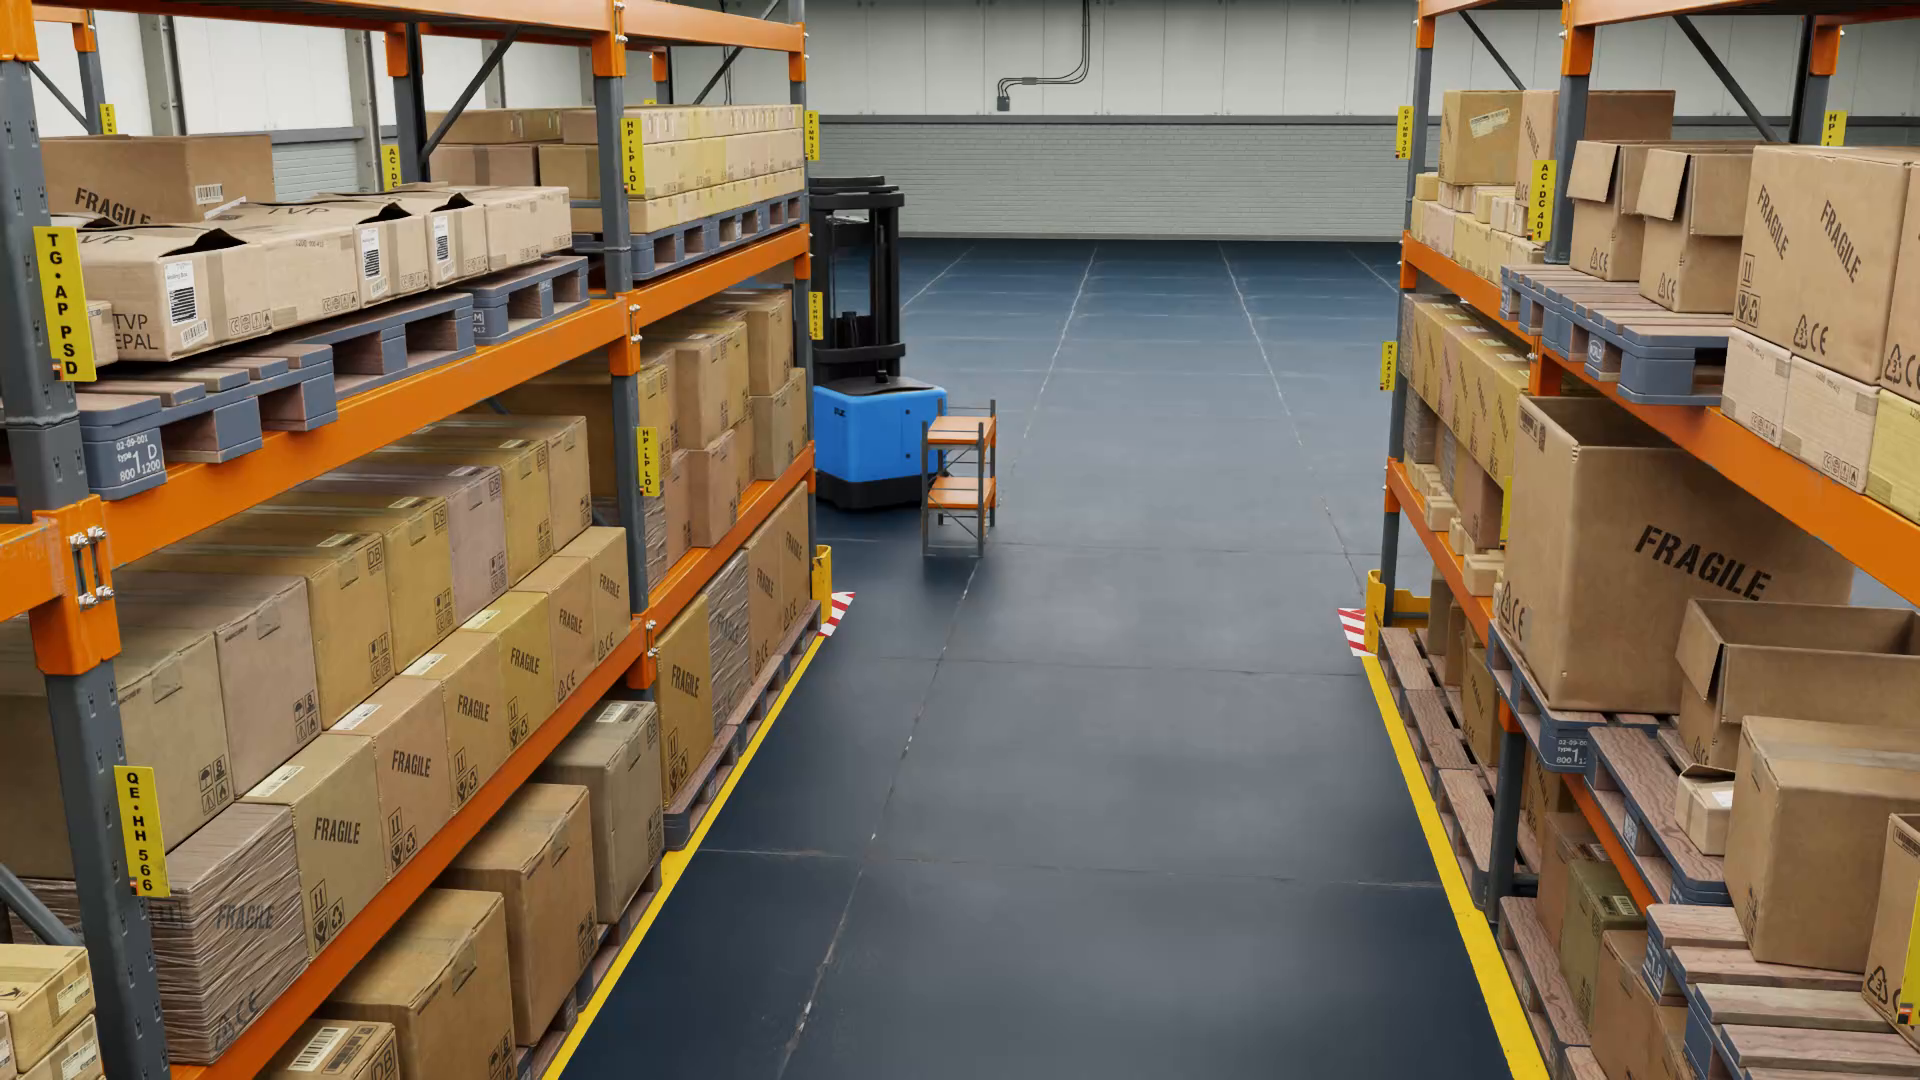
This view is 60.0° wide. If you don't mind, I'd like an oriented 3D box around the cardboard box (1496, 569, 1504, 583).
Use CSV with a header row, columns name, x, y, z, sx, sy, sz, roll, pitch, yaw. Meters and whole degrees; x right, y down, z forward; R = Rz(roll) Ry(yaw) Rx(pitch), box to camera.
name,x,y,z,sx,sy,sz,roll,pitch,yaw
cardboard box,2.790,0.248,7.981,0.380,0.149,0.250,2,15,6

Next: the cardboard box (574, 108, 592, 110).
name,x,y,z,sx,sy,sz,roll,pitch,yaw
cardboard box,-2.147,-2.184,8.702,0.380,0.149,0.250,2,15,6

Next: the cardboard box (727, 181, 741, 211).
name,x,y,z,sx,sy,sz,roll,pitch,yaw
cardboard box,-1.434,-1.911,9.220,0.380,0.149,0.250,2,15,7

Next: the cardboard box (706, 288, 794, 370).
name,x,y,z,sx,sy,sz,roll,pitch,yaw
cardboard box,-1.614,-1.390,11.200,0.875,0.550,0.550,2,15,6

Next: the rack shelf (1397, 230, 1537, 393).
name,x,y,z,sx,sy,sz,roll,pitch,yaw
rack shelf,3.158,-1.301,8.859,1.077,0.370,4.000,2,15,6

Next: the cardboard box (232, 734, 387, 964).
name,x,y,z,sx,sy,sz,roll,pitch,yaw
cardboard box,-2.062,0.895,4.915,0.500,0.500,0.500,2,15,6

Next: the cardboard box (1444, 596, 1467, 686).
name,x,y,z,sx,sy,sz,roll,pitch,yaw
cardboard box,3.263,0.602,10.172,0.500,0.500,0.500,6,16,21

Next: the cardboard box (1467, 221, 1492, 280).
name,x,y,z,sx,sy,sz,roll,pitch,yaw
cardboard box,2.846,-1.451,8.321,0.500,0.250,0.500,2,15,6

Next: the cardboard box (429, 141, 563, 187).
name,x,y,z,sx,sy,sz,roll,pitch,yaw
cardboard box,-2.184,-1.759,7.897,0.500,0.250,0.500,2,15,6

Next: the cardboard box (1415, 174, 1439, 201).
name,x,y,z,sx,sy,sz,roll,pitch,yaw
cardboard box,2.997,-2.158,10.174,0.380,0.149,0.250,2,15,7

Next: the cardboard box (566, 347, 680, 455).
name,x,y,z,sx,sy,sz,roll,pitch,yaw
cardboard box,-1.962,-0.688,8.605,0.875,0.550,0.550,2,15,6

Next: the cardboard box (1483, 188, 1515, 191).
name,x,y,z,sx,sy,sz,roll,pitch,yaw
cardboard box,2.944,-1.752,8.671,0.380,0.149,0.250,1,15,4

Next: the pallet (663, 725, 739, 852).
name,x,y,z,sx,sy,sz,roll,pitch,yaw
pallet,-1.821,1.297,8.960,1.003,0.211,1.213,2,15,6

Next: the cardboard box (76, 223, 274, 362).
name,x,y,z,sx,sy,sz,roll,pitch,yaw
cardboard box,-2.136,-0.654,4.261,0.500,0.311,0.500,2,15,6

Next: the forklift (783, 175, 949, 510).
name,x,y,z,sx,sy,sz,roll,pitch,yaw
forklift,-1.279,-2.025,16.035,1.130,2.935,3.031,-9,17,-29

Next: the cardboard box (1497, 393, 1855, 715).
name,x,y,z,sx,sy,sz,roll,pitch,yaw
cardboard box,2.704,0.028,6.358,1.000,1.000,1.000,2,15,7

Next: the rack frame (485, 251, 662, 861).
name,x,y,z,sx,sy,sz,roll,pitch,yaw
rack frame,-1.985,0.146,7.876,1.000,3.000,0.127,2,15,6

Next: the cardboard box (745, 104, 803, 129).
name,x,y,z,sx,sy,sz,roll,pitch,yaw
cardboard box,-1.234,-2.757,10.822,0.380,0.149,0.250,2,15,7

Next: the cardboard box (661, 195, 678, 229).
name,x,y,z,sx,sy,sz,roll,pitch,yaw
cardboard box,-1.578,-1.583,8.010,0.380,0.149,0.250,2,15,6

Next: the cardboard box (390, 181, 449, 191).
name,x,y,z,sx,sy,sz,roll,pitch,yaw
cardboard box,-2.301,-1.339,6.882,0.258,0.266,0.396,1,15,5

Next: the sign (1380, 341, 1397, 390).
name,x,y,z,sx,sy,sz,roll,pitch,yaw
sign,2.845,-1.153,11.021,0.100,0.325,0.005,2,15,6

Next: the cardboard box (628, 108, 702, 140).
name,x,y,z,sx,sy,sz,roll,pitch,yaw
cardboard box,-1.521,-2.099,8.388,0.380,0.149,0.250,1,15,5

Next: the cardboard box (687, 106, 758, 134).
name,x,y,z,sx,sy,sz,roll,pitch,yaw
cardboard box,-1.378,-2.427,9.602,0.380,0.149,0.250,1,15,5

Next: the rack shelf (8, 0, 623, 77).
name,x,y,z,sx,sy,sz,roll,pitch,yaw
rack shelf,-2.210,-1.691,5.320,1.077,0.370,4.000,2,15,6

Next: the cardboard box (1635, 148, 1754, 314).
name,x,y,z,sx,sy,sz,roll,pitch,yaw
cardboard box,2.675,-1.019,5.435,0.797,0.503,0.637,2,15,9

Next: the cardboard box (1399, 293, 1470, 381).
name,x,y,z,sx,sy,sz,roll,pitch,yaw
cardboard box,3.051,-1.259,10.395,0.500,0.500,0.500,2,15,6

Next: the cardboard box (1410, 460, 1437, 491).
name,x,y,z,sx,sy,sz,roll,pitch,yaw
cardboard box,3.024,-0.402,10.385,0.380,0.149,0.250,2,15,6

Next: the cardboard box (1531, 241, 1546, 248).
name,x,y,z,sx,sy,sz,roll,pitch,yaw
cardboard box,2.682,-1.343,7.158,0.380,0.149,0.250,2,15,8

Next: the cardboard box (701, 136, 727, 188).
name,x,y,z,sx,sy,sz,roll,pitch,yaw
cardboard box,-1.539,-2.005,8.804,0.500,0.250,0.500,2,15,6

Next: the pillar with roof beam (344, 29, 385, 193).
name,x,y,z,sx,sy,sz,roll,pitch,yaw
pillar with roof beam,-6.061,-8.440,28.135,9.100,9.000,0.400,2,15,6

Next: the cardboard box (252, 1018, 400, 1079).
name,x,y,z,sx,sy,sz,roll,pitch,yaw
cardboard box,-2.278,1.911,4.852,1.050,0.750,0.750,1,15,5

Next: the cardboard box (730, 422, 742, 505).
name,x,y,z,sx,sy,sz,roll,pitch,yaw
cardboard box,-1.777,-0.443,9.766,0.875,0.550,0.500,2,15,6

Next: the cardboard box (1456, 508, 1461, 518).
name,x,y,z,sx,sy,sz,roll,pitch,yaw
cardboard box,2.953,-0.076,9.178,0.380,0.149,0.250,2,15,6

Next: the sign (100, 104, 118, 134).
name,x,y,z,sx,sy,sz,roll,pitch,yaw
sign,-5.914,-2.865,11.568,0.100,0.325,0.005,2,15,6

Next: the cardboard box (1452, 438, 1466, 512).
name,x,y,z,sx,sy,sz,roll,pitch,yaw
cardboard box,3.190,-0.378,9.053,0.875,0.500,0.500,2,15,6

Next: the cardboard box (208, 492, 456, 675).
name,x,y,z,sx,sy,sz,roll,pitch,yaw
cardboard box,-2.206,0.139,5.793,0.700,0.500,0.500,2,15,6

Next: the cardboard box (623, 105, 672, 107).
name,x,y,z,sx,sy,sz,roll,pitch,yaw
cardboard box,-1.974,-2.580,10.168,0.380,0.149,0.250,2,15,7

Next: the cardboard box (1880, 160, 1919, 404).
name,x,y,z,sx,sy,sz,roll,pitch,yaw
cardboard box,2.286,-0.513,3.417,0.500,0.500,0.500,2,15,8

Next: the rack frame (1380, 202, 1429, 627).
name,x,y,z,sx,sy,sz,roll,pitch,yaw
rack frame,3.384,-0.719,11.075,1.000,3.000,0.127,2,15,6

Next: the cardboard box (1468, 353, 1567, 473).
name,x,y,z,sx,sy,sz,roll,pitch,yaw
cardboard box,2.765,-0.611,7.997,0.500,0.500,0.500,2,15,6

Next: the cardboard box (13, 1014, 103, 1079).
name,x,y,z,sx,sy,sz,roll,pitch,yaw
cardboard box,-2.039,1.100,3.455,0.380,0.149,0.250,2,15,7

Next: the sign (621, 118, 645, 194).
name,x,y,z,sx,sy,sz,roll,pitch,yaw
sign,-1.444,-1.690,7.326,0.100,0.325,0.005,2,15,6

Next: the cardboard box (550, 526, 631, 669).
name,x,y,z,sx,sy,sz,roll,pitch,yaw
cardboard box,-1.778,0.241,7.333,0.500,0.500,0.500,2,15,6

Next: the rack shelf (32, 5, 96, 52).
name,x,y,z,sx,sy,sz,roll,pitch,yaw
rack shelf,-6.689,-3.039,9.547,1.077,0.370,4.000,2,15,6

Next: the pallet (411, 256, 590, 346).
name,x,y,z,sx,sy,sz,roll,pitch,yaw
pallet,-2.039,-0.970,6.624,0.805,0.209,1.217,1,15,4

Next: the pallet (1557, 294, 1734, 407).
name,x,y,z,sx,sy,sz,roll,pitch,yaw
pallet,2.643,-0.613,5.296,1.213,0.211,1.003,2,15,6

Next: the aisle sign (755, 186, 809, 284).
name,x,y,z,sx,sy,sz,roll,pitch,yaw
aisle sign,-1.227,-2.156,11.408,0.394,0.787,0.004,2,15,6

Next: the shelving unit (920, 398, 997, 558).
name,x,y,z,sx,sy,sz,roll,pitch,yaw
shelving unit,-0.001,-0.541,14.009,0.538,1.125,1.048,2,15,6

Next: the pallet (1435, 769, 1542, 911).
name,x,y,z,sx,sy,sz,roll,pitch,yaw
pallet,2.973,1.489,8.250,1.003,0.211,1.213,2,15,6

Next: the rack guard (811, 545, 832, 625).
name,x,y,z,sx,sy,sz,roll,pitch,yaw
rack guard,-1.530,0.309,12.062,1.175,0.500,0.348,2,15,6

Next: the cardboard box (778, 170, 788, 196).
name,x,y,z,sx,sy,sz,roll,pitch,yaw
cardboard box,-1.291,-2.241,10.442,0.380,0.149,0.250,2,15,7
